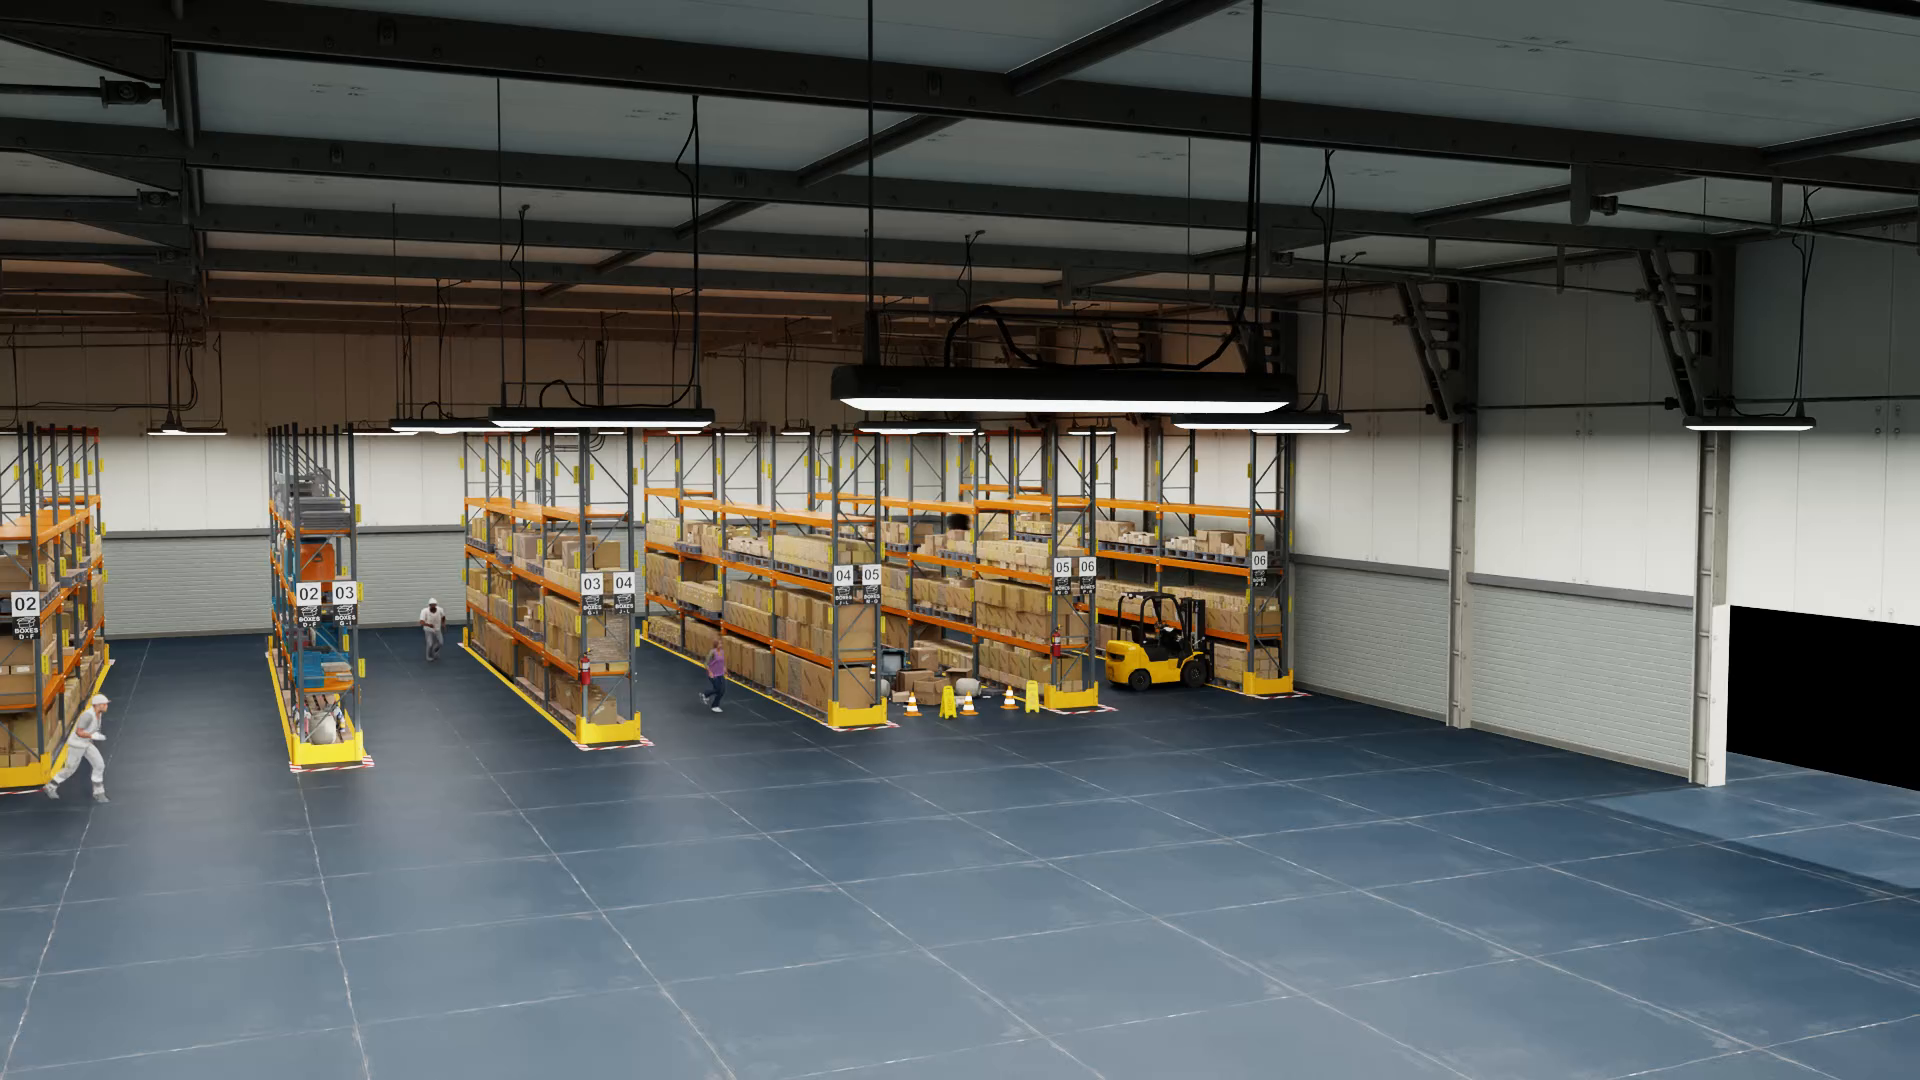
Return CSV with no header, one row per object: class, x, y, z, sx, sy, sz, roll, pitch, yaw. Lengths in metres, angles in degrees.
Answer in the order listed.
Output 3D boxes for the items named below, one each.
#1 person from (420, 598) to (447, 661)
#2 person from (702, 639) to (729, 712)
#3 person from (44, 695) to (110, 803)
person,-13.476,2.303,42.565,0.716,1.652,0.763,-2,4,-35
person,-5.134,2.828,34.848,0.575,1.544,0.524,3,5,42
person,-13.869,3.296,26.132,1.045,1.735,0.697,0,3,-5
